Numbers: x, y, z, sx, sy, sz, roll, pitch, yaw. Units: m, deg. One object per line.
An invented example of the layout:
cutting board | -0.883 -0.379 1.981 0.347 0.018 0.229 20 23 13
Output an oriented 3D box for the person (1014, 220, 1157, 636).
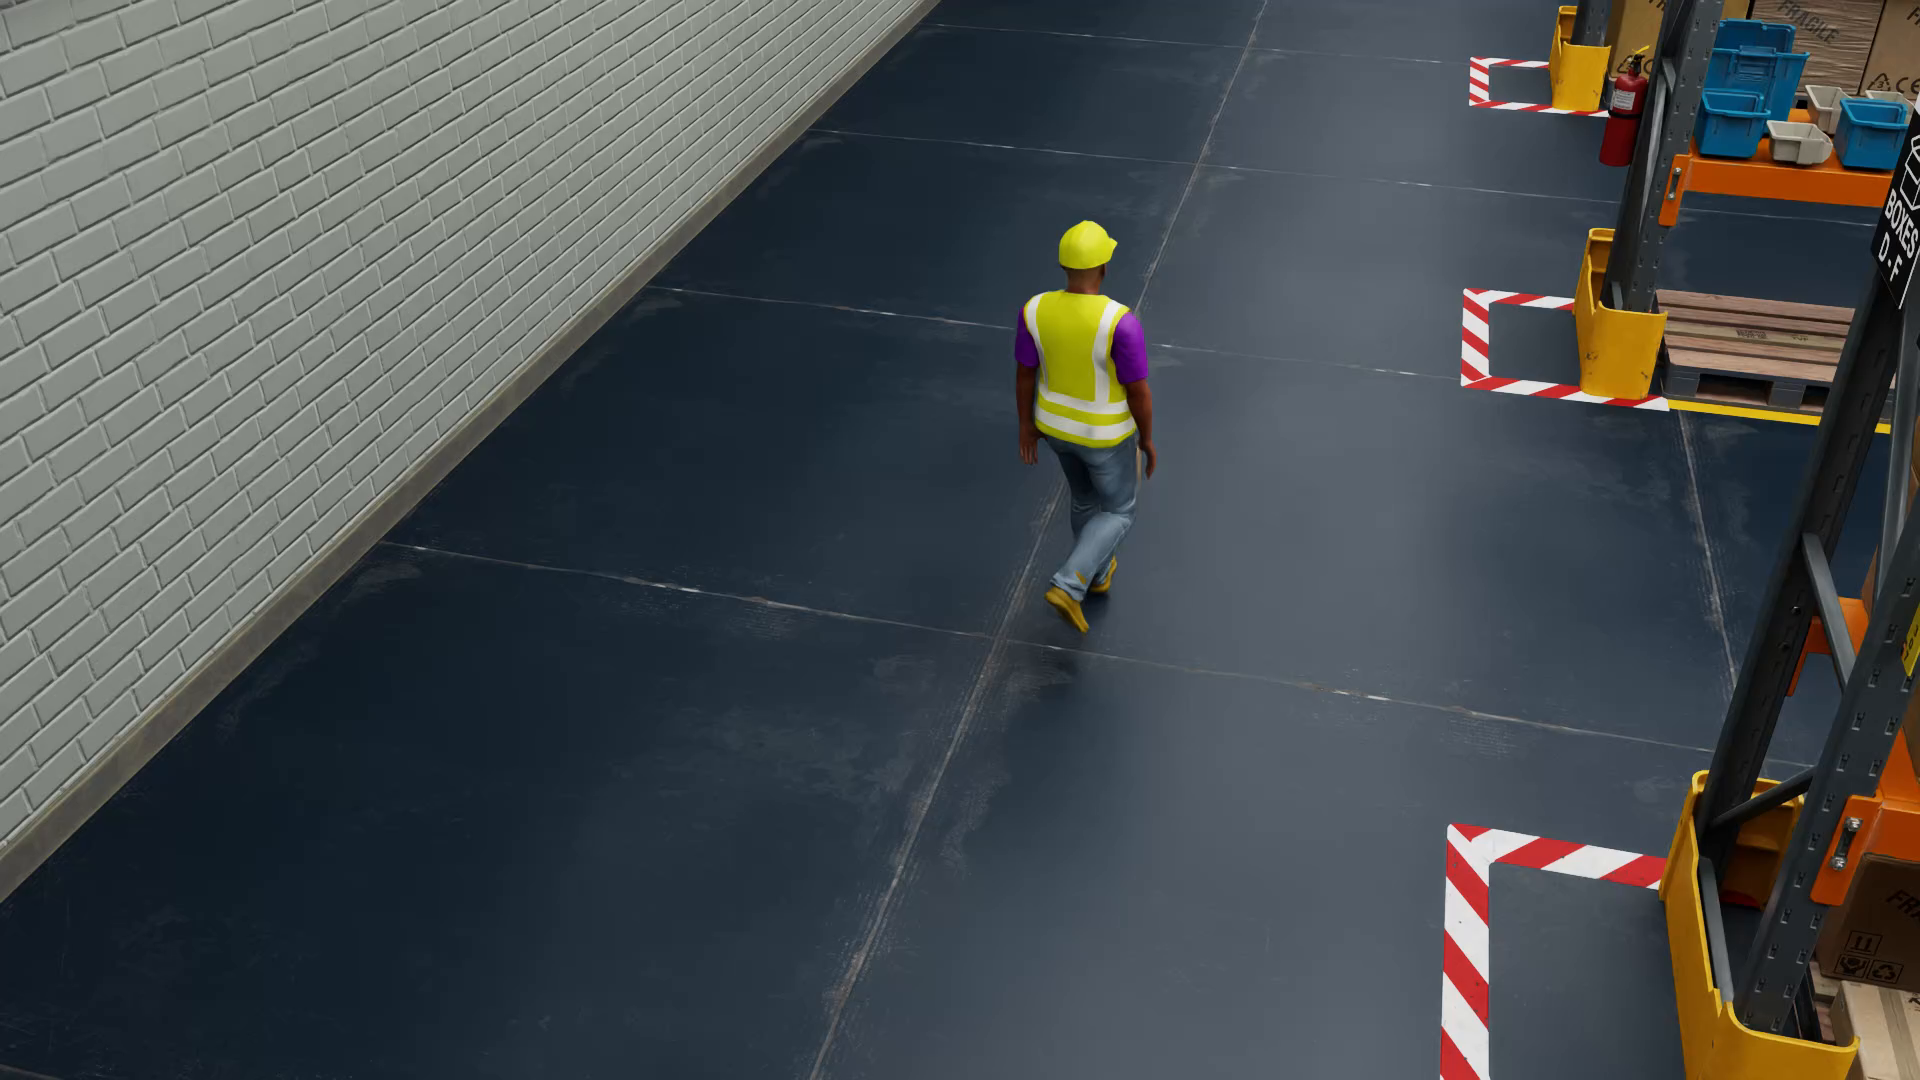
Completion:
person | 0.511 -0.453 6.815 0.608 1.744 0.796 22 38 30
